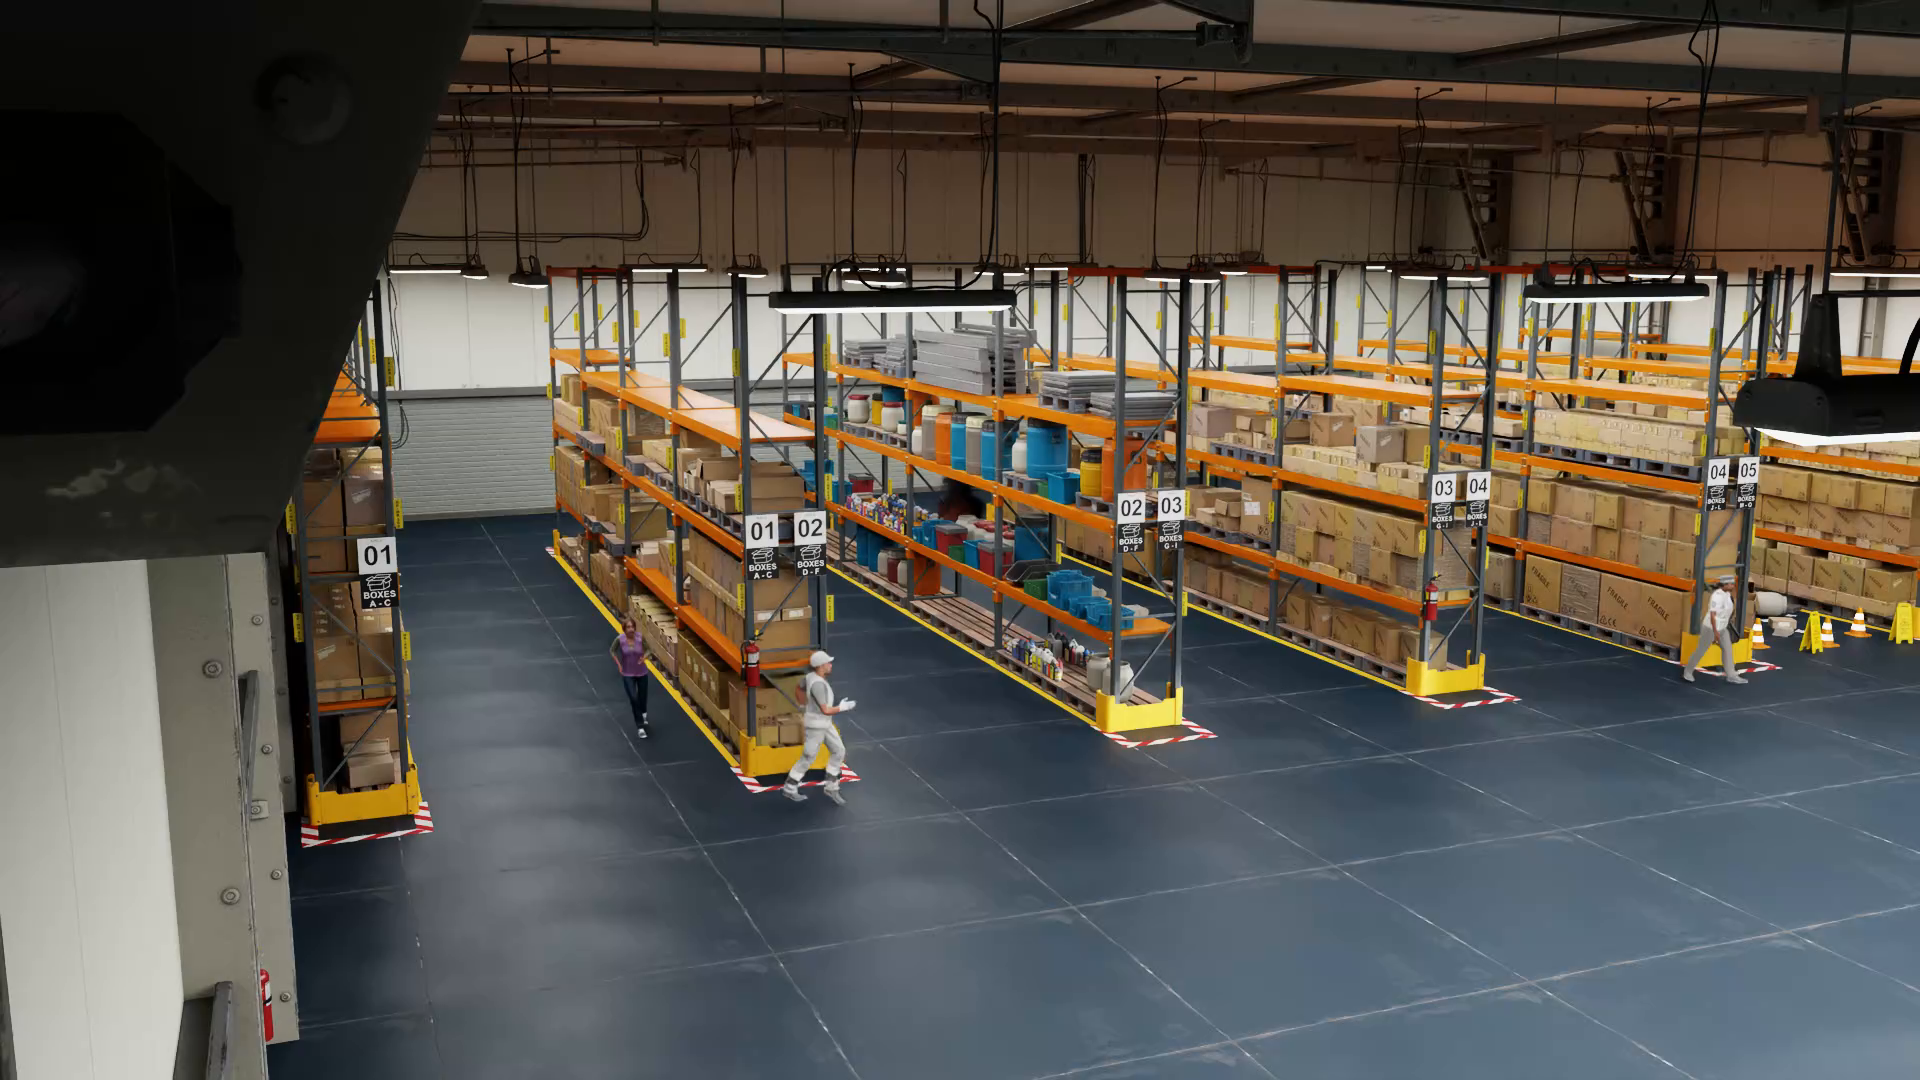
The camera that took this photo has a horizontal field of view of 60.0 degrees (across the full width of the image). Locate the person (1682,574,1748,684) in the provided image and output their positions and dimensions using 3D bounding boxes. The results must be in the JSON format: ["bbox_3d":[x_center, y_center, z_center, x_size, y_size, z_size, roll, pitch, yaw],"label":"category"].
[{"bbox_3d":[11.145,1.294,24.470,0.595,1.633,0.809,-9,13,-40],"label":"person"}]

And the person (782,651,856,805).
[{"bbox_3d":[-1.620,2.170,19.044,0.868,1.842,0.624,0,10,3],"label":"person"}]

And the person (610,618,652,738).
[{"bbox_3d":[-4.316,1.768,21.905,0.529,1.567,0.798,-4,11,-22],"label":"person"}]
